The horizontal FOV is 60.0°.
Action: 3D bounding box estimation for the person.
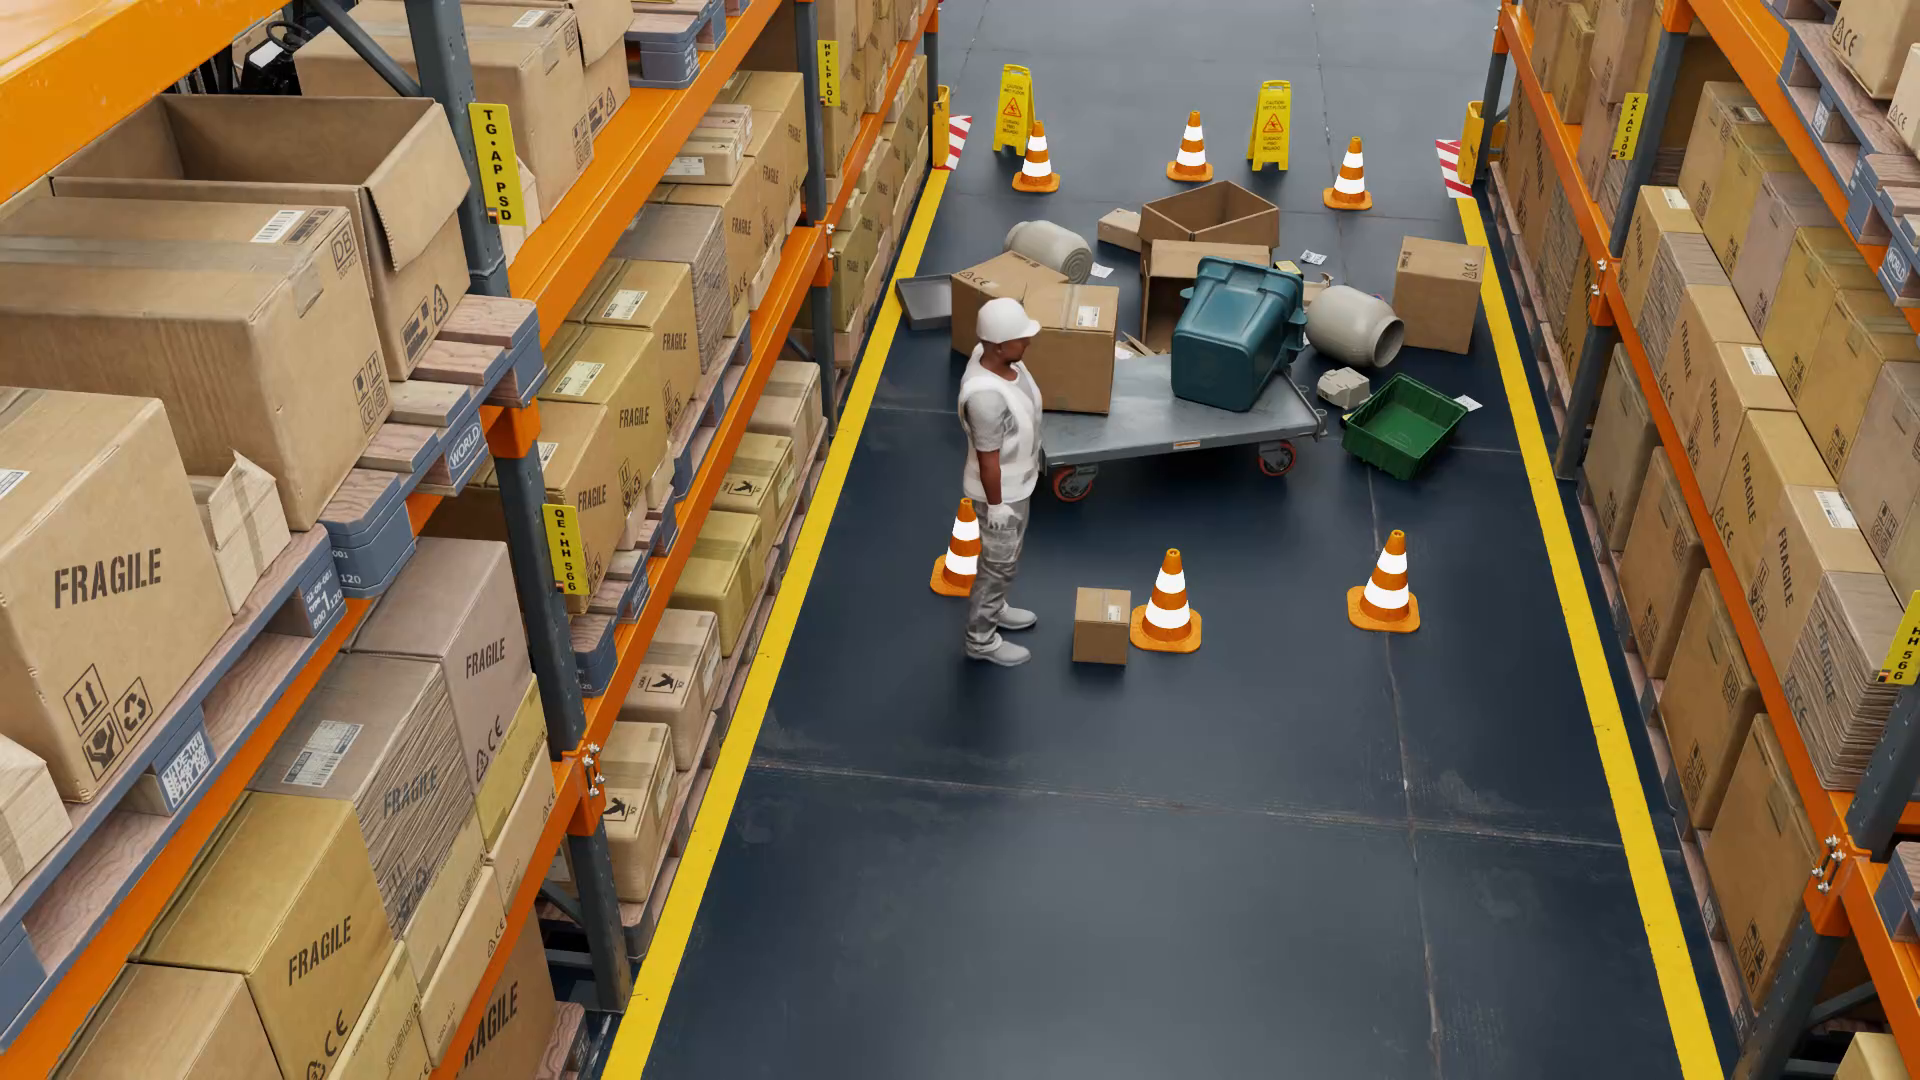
[{"bbox_3d":[0.180,-0.265,7.398,0.352,1.786,0.547,4,36,6],"label":"person"}]
